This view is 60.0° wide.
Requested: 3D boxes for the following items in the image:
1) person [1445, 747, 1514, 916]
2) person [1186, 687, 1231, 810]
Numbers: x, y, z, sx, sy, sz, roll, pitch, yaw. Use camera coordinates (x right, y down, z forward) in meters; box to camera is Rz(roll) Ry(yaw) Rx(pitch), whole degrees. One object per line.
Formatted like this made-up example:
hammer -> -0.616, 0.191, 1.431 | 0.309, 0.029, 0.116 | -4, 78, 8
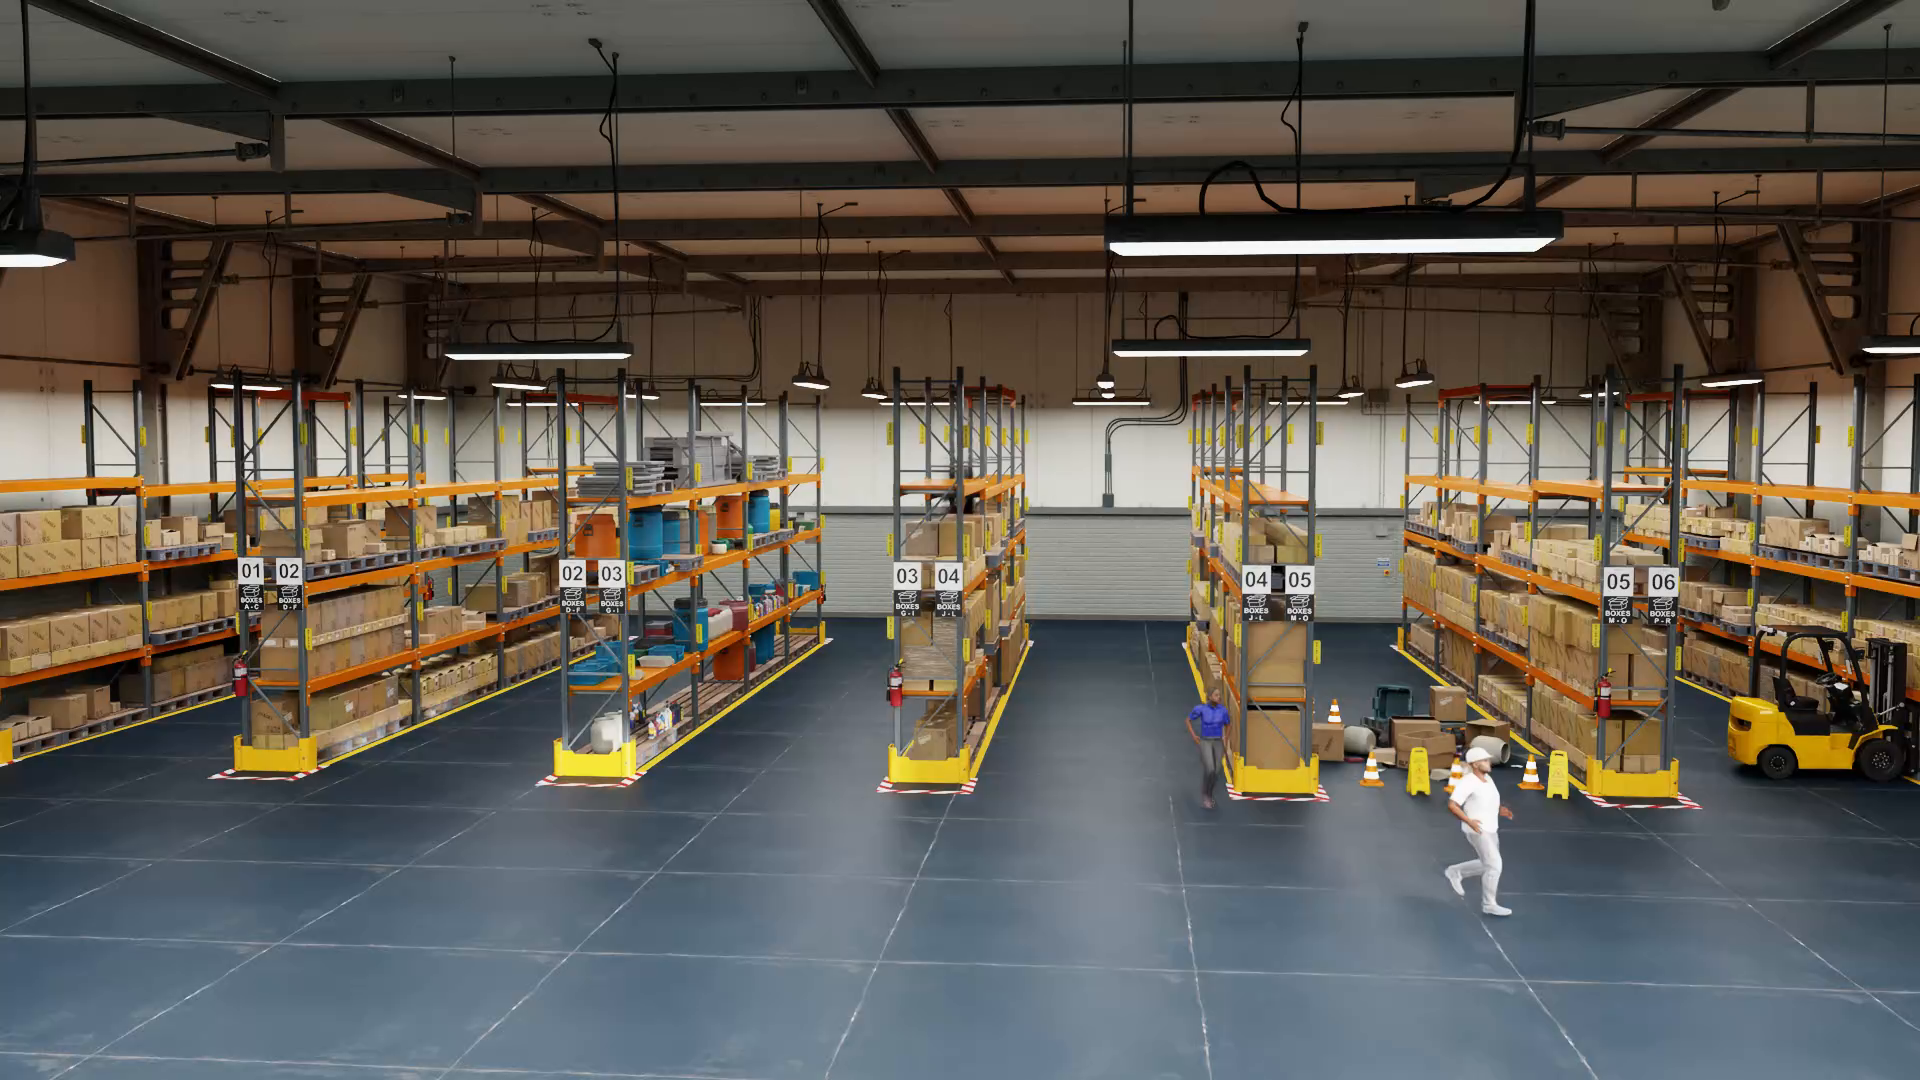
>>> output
person -> 5.455, 3.048, 17.534 | 0.795, 1.733, 0.711 | 3, 5, 42
person -> 3.389, 2.802, 22.421 | 0.591, 1.628, 0.626 | -1, 4, -13
